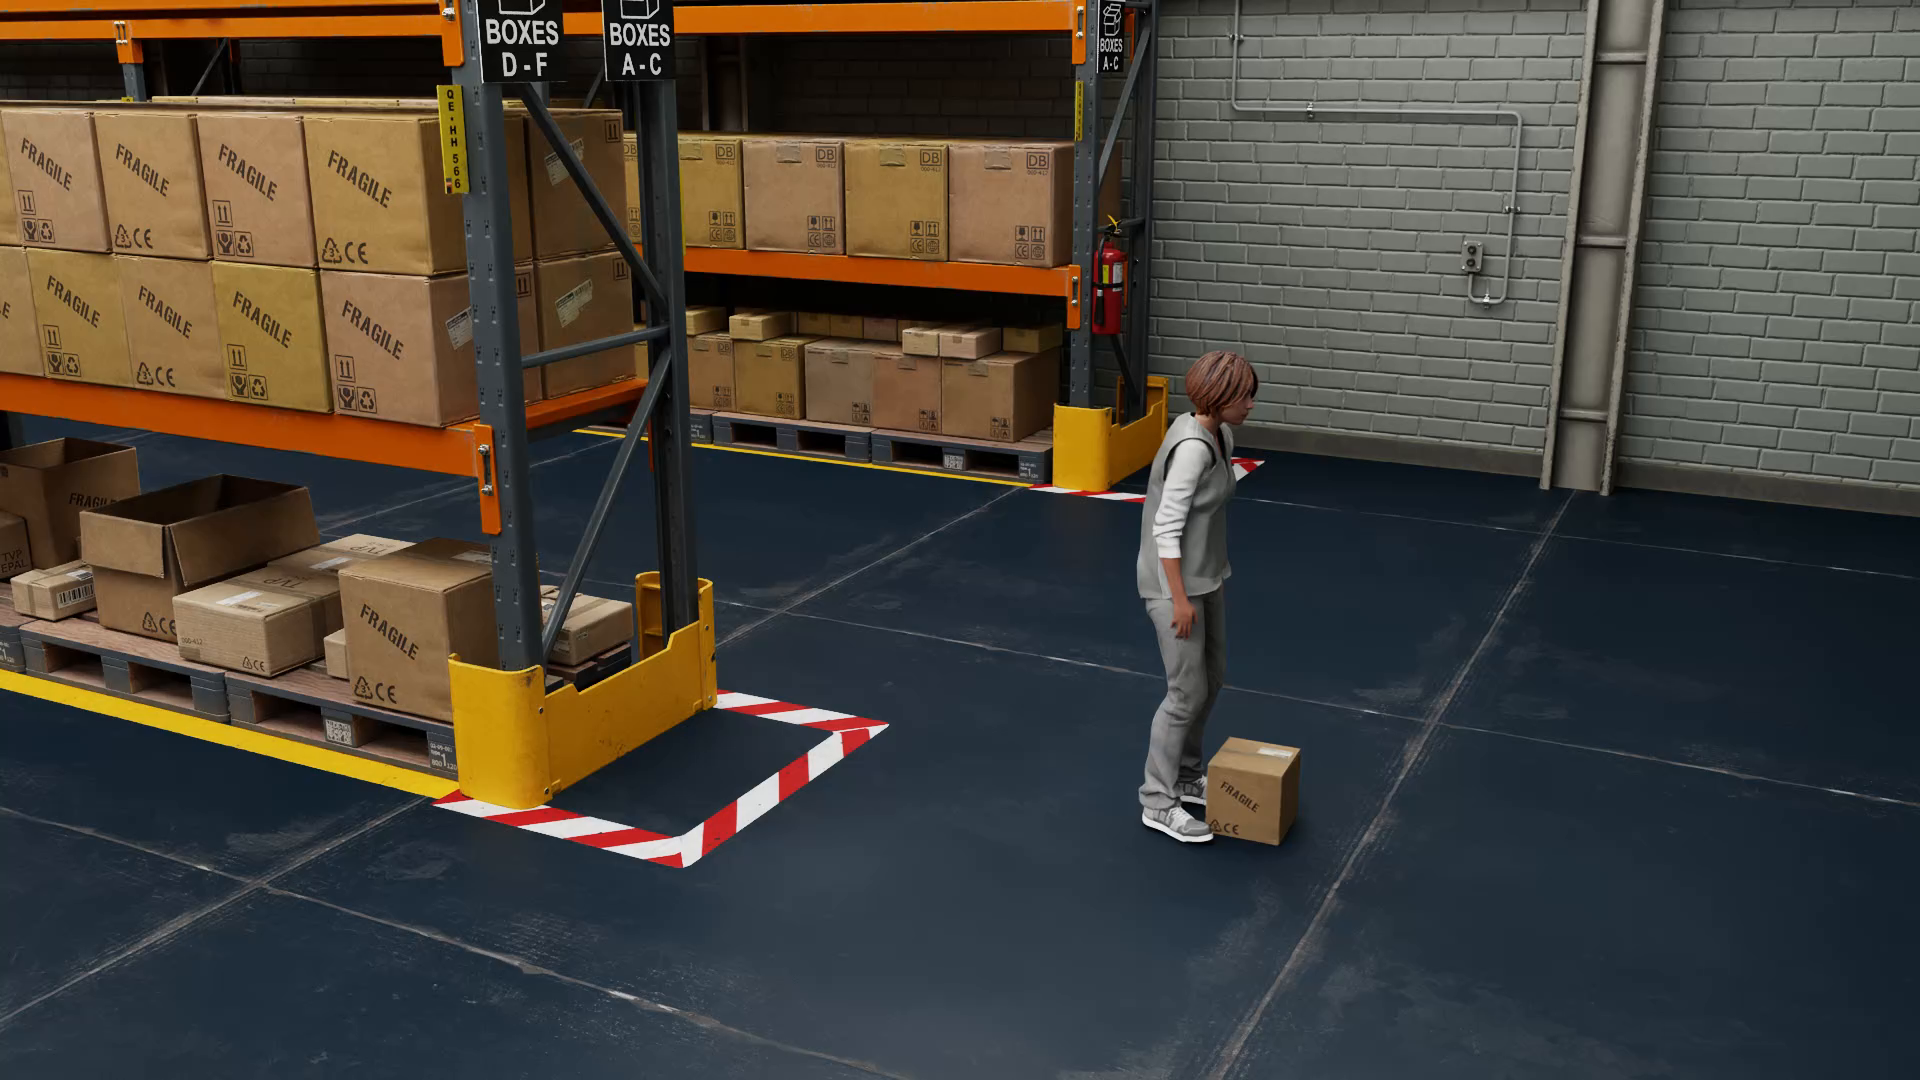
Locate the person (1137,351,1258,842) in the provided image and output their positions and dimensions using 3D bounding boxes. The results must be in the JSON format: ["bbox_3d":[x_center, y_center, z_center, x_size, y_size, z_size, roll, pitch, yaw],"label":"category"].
[{"bbox_3d":[0.765,0.173,5.475,0.348,1.580,0.469,7,18,23],"label":"person"}]
